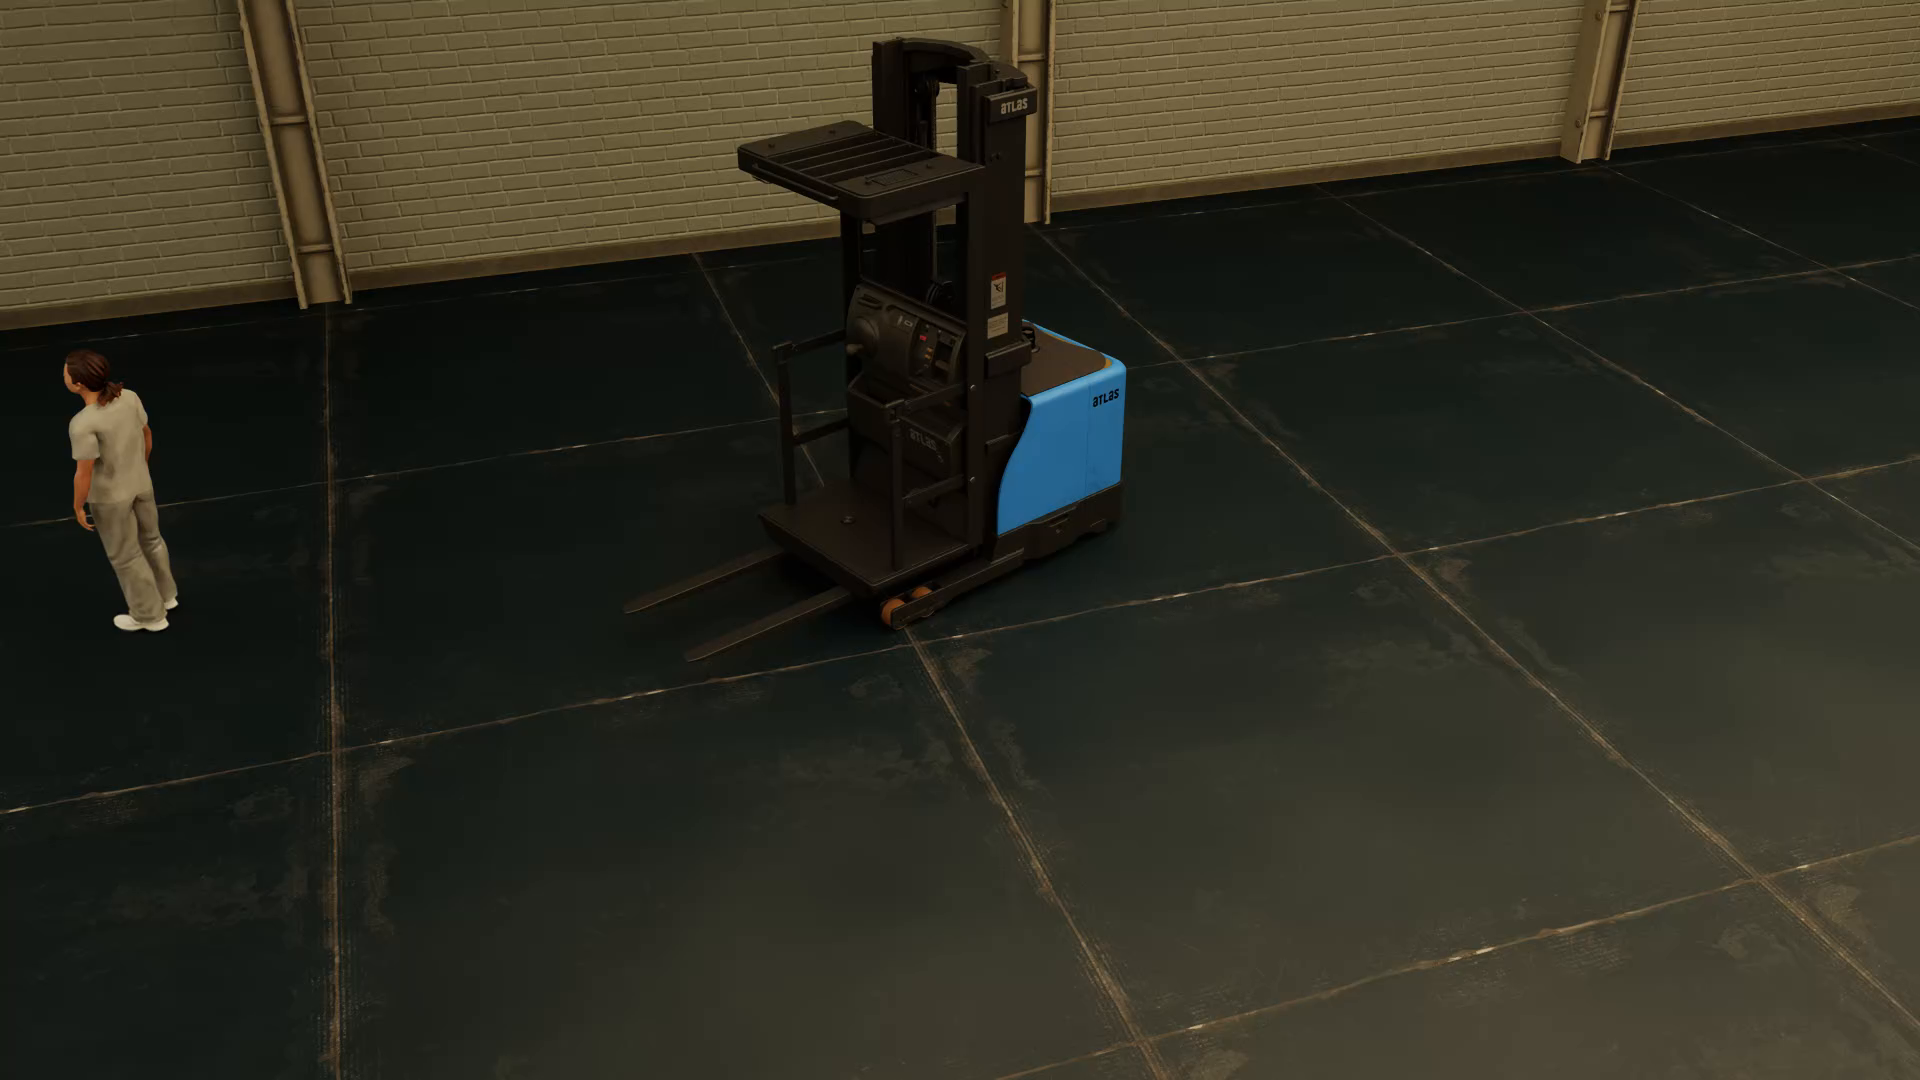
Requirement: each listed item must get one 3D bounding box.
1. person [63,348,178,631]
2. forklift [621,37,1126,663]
[{"bbox_3d":[-4.490,-0.258,8.785,0.543,1.677,0.542,9,31,16],"label":"person"},{"bbox_3d":[-0.461,-1.072,8.951,3.031,2.935,1.130,-23,37,-34],"label":"forklift"}]
